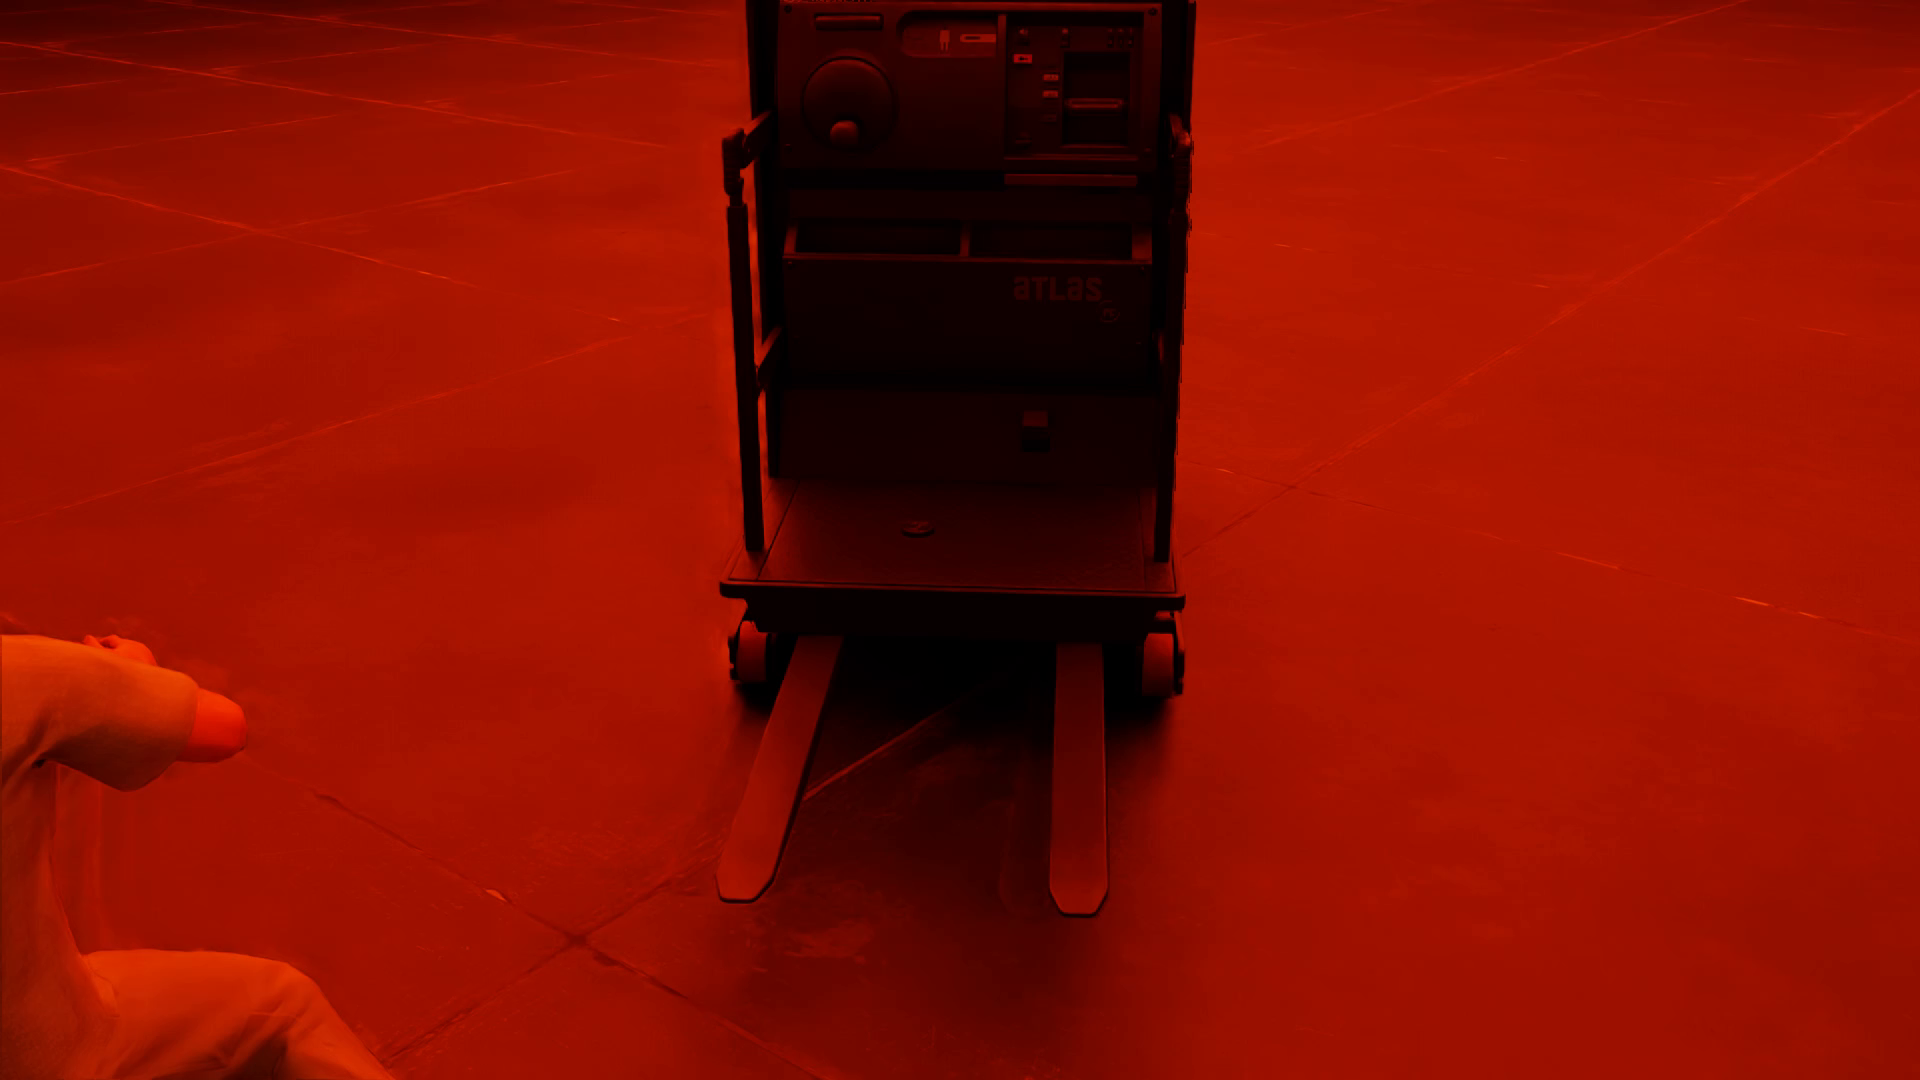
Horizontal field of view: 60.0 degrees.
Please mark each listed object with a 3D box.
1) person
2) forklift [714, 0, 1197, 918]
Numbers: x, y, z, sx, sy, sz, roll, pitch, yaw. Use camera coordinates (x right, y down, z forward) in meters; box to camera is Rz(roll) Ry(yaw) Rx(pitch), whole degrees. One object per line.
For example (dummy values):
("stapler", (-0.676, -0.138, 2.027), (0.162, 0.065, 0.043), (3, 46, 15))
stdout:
("person", (-1.256, 0.486, 2.067), (1.131, 1.450, 0.629), (-5, 24, -12))
("forklift", (0.008, -1.089, 3.841), (1.130, 2.935, 3.031), (2, 23, 4))
